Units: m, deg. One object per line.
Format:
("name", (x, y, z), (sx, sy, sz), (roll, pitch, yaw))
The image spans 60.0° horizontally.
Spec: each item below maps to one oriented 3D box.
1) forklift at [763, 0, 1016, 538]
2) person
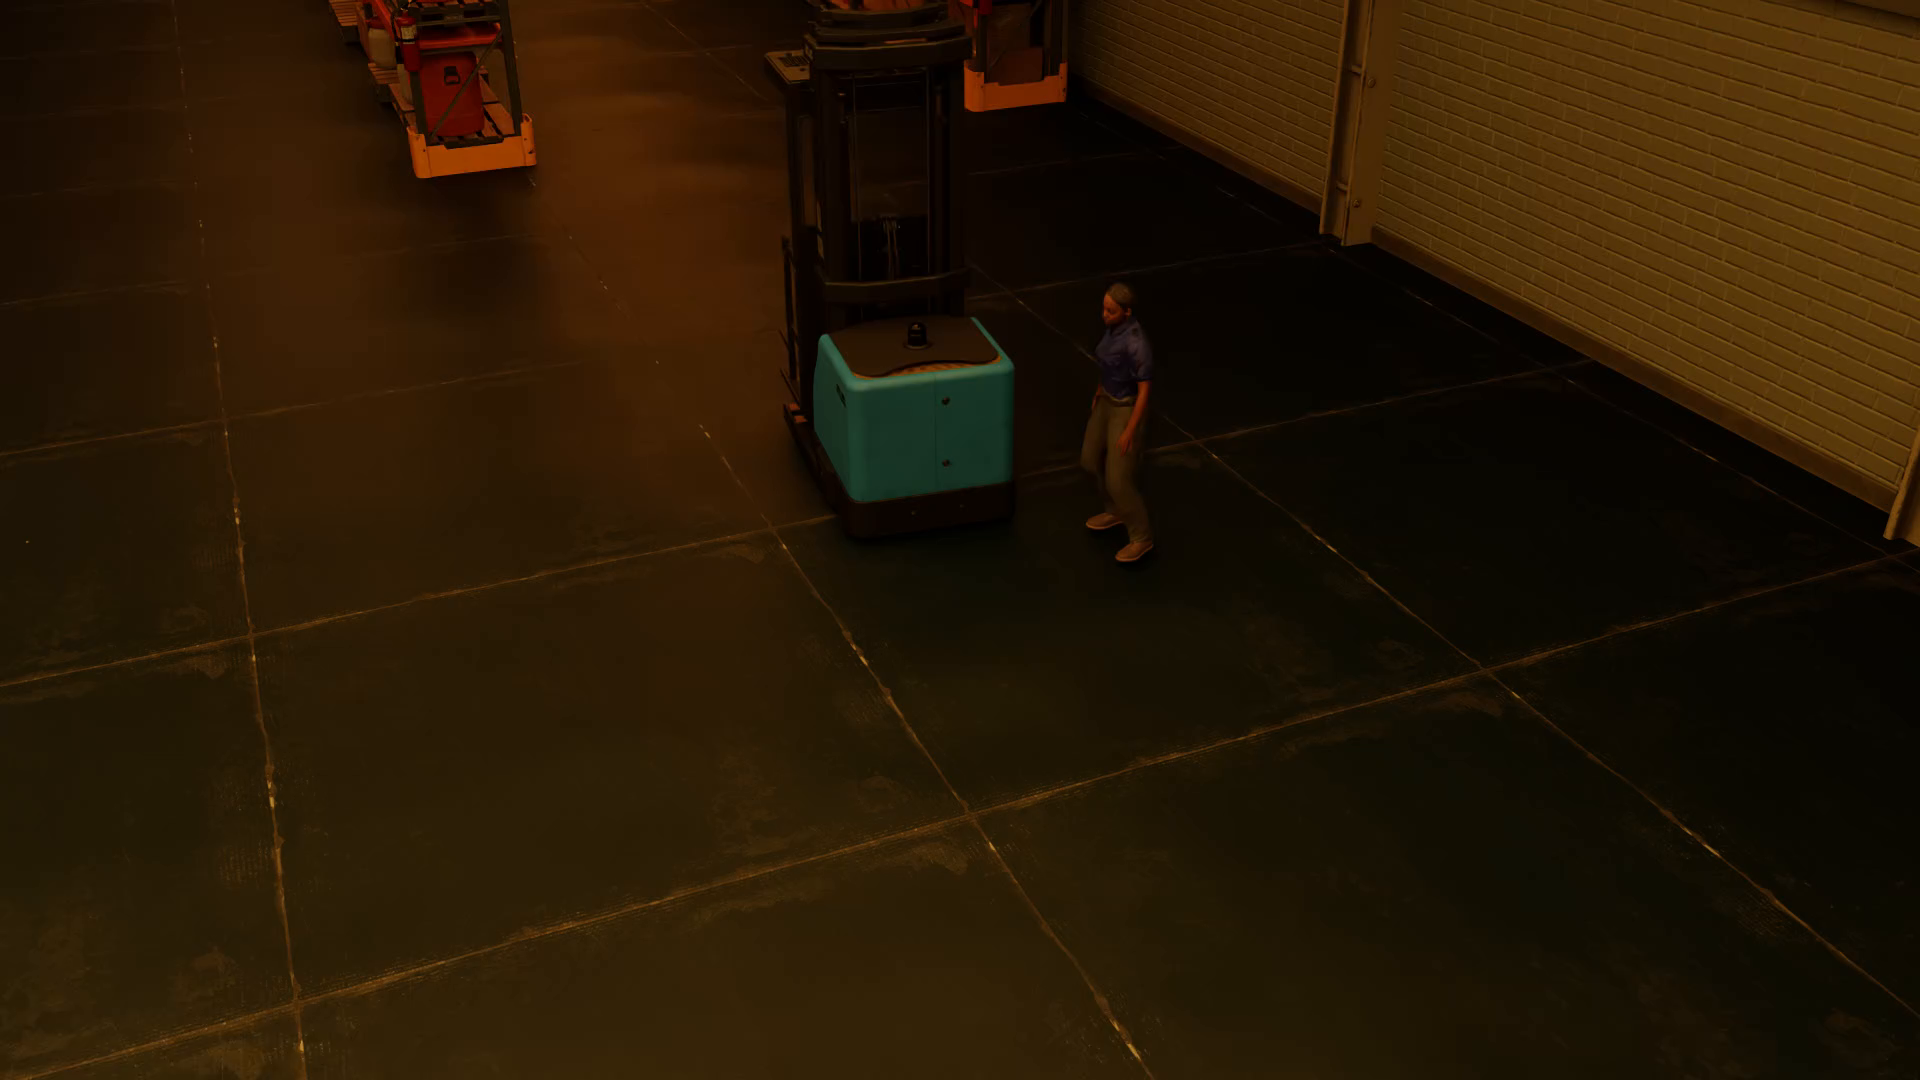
("forklift", (-0.580, -2.002, 10.621), (1.130, 2.935, 3.031), (-9, 31, -15))
("person", (0.926, -0.729, 9.659), (0.345, 1.602, 0.715), (-10, 31, -16))
